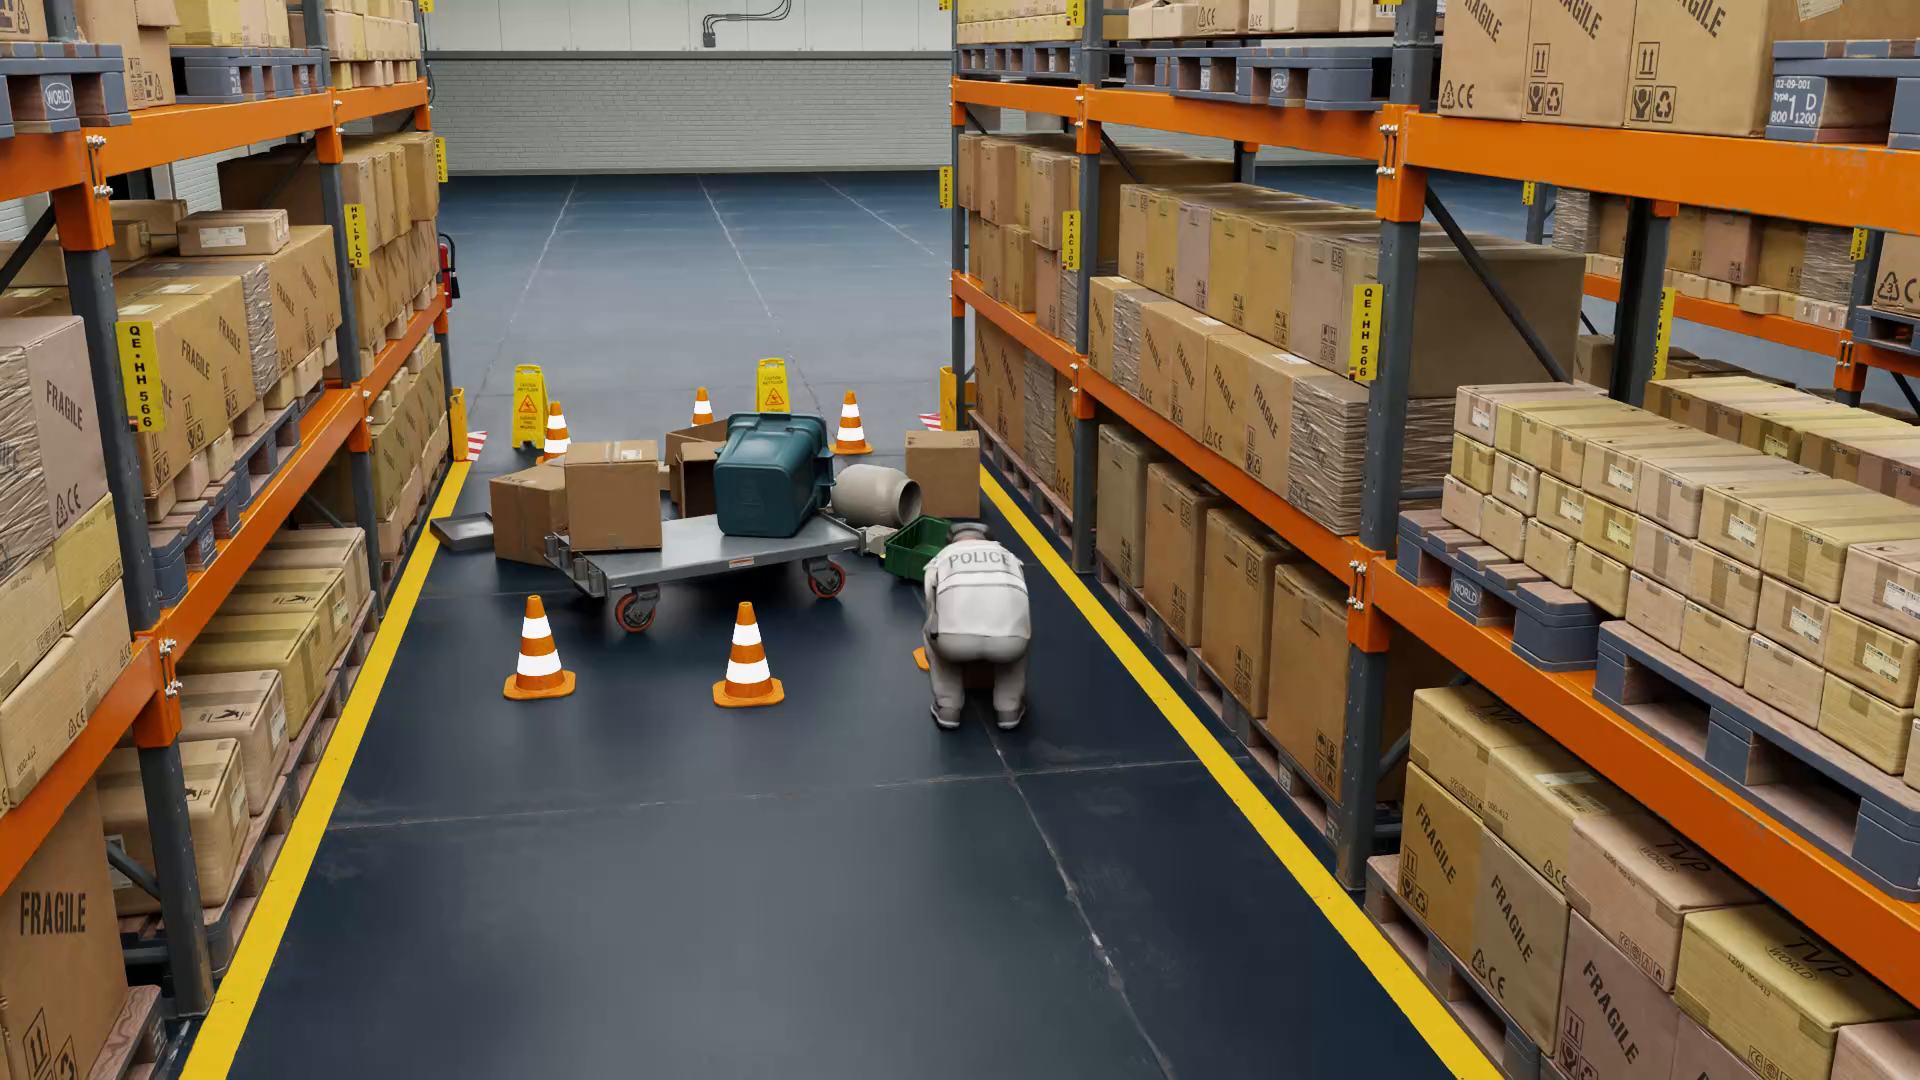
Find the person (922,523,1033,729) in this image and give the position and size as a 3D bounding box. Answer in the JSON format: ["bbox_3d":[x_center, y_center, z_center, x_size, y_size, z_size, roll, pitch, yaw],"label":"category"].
[{"bbox_3d":[0.084,0.412,7.851,0.527,0.819,1.020,0,16,0],"label":"person"}]
